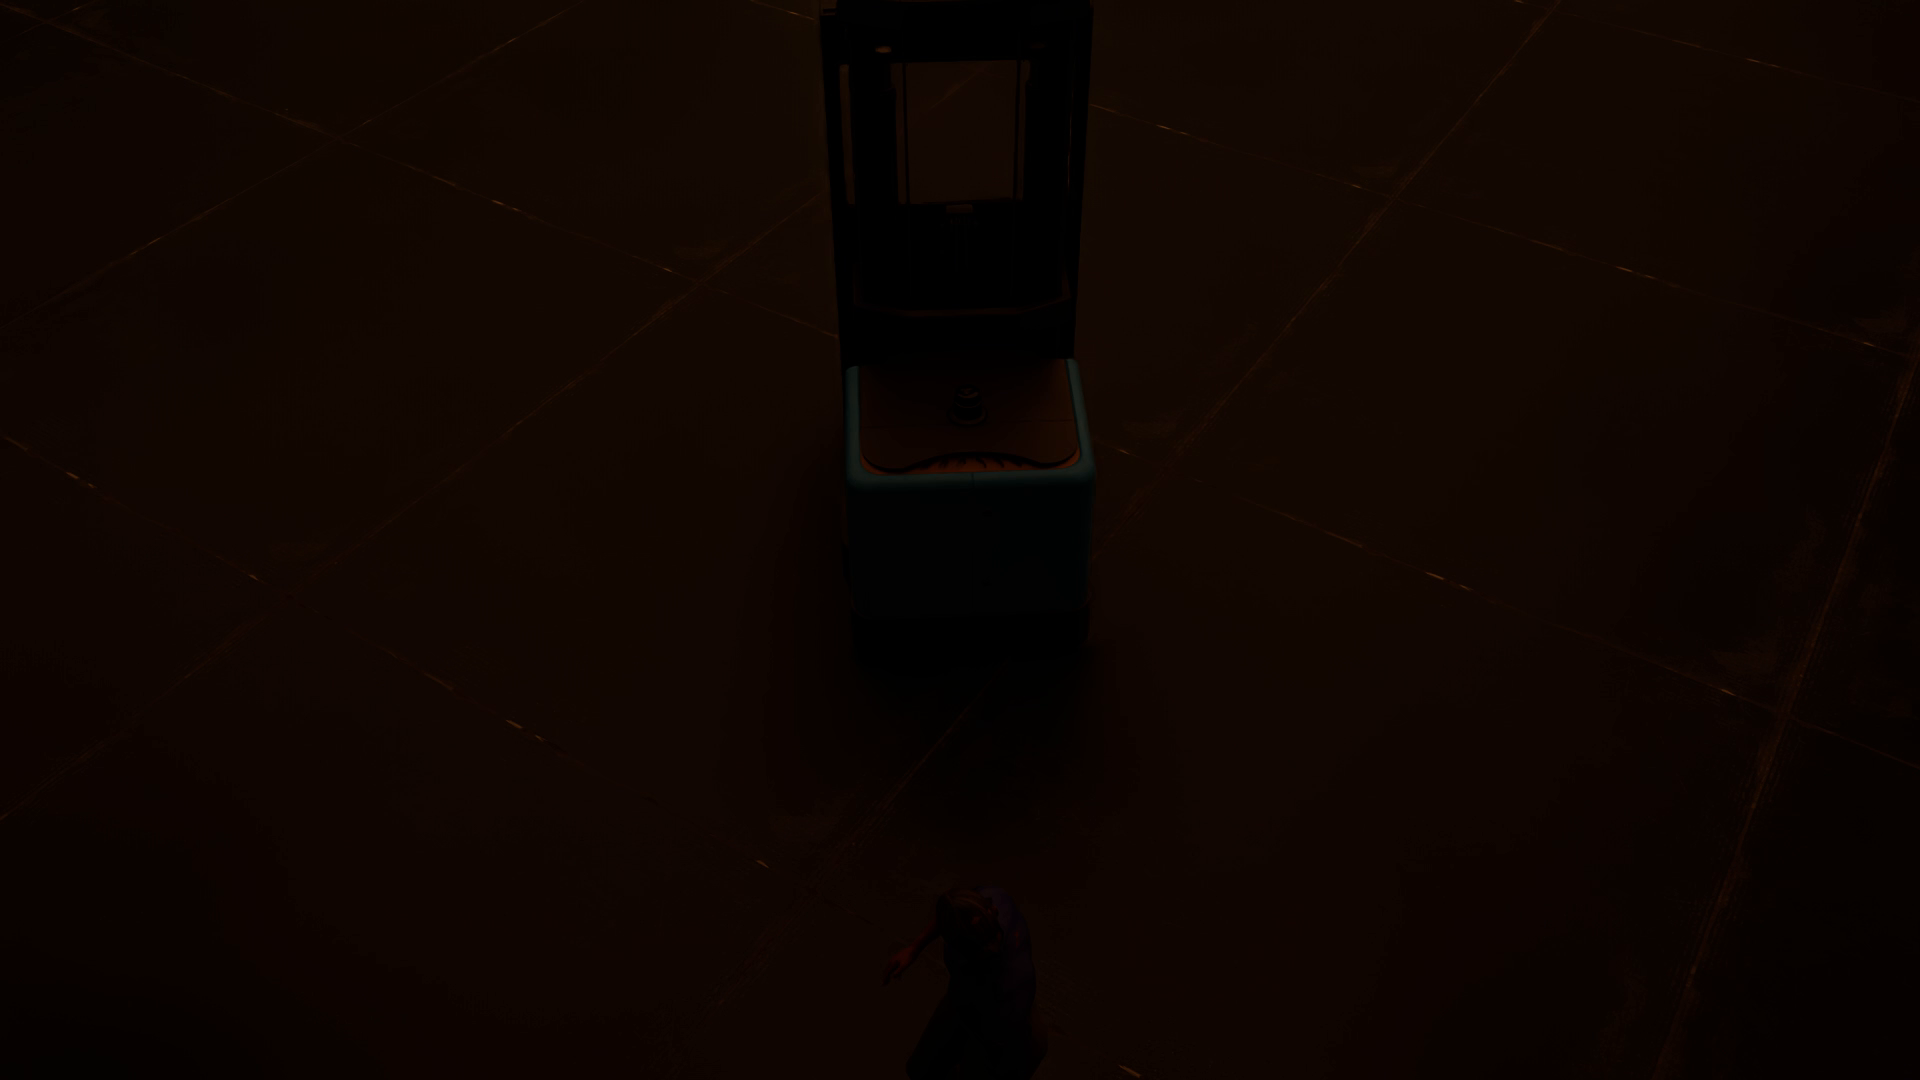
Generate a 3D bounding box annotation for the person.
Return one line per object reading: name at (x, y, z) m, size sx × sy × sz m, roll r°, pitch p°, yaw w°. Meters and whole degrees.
person at (0.019, 1.578, 5.179) m, size 0.523 × 1.608 × 0.690 m, roll -12°, pitch 45°, yaw -12°

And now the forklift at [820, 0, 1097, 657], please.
forklift at (-0.028, -1.552, 7.485) m, size 1.130 × 2.935 × 3.031 m, roll -2°, pitch 44°, yaw -2°
